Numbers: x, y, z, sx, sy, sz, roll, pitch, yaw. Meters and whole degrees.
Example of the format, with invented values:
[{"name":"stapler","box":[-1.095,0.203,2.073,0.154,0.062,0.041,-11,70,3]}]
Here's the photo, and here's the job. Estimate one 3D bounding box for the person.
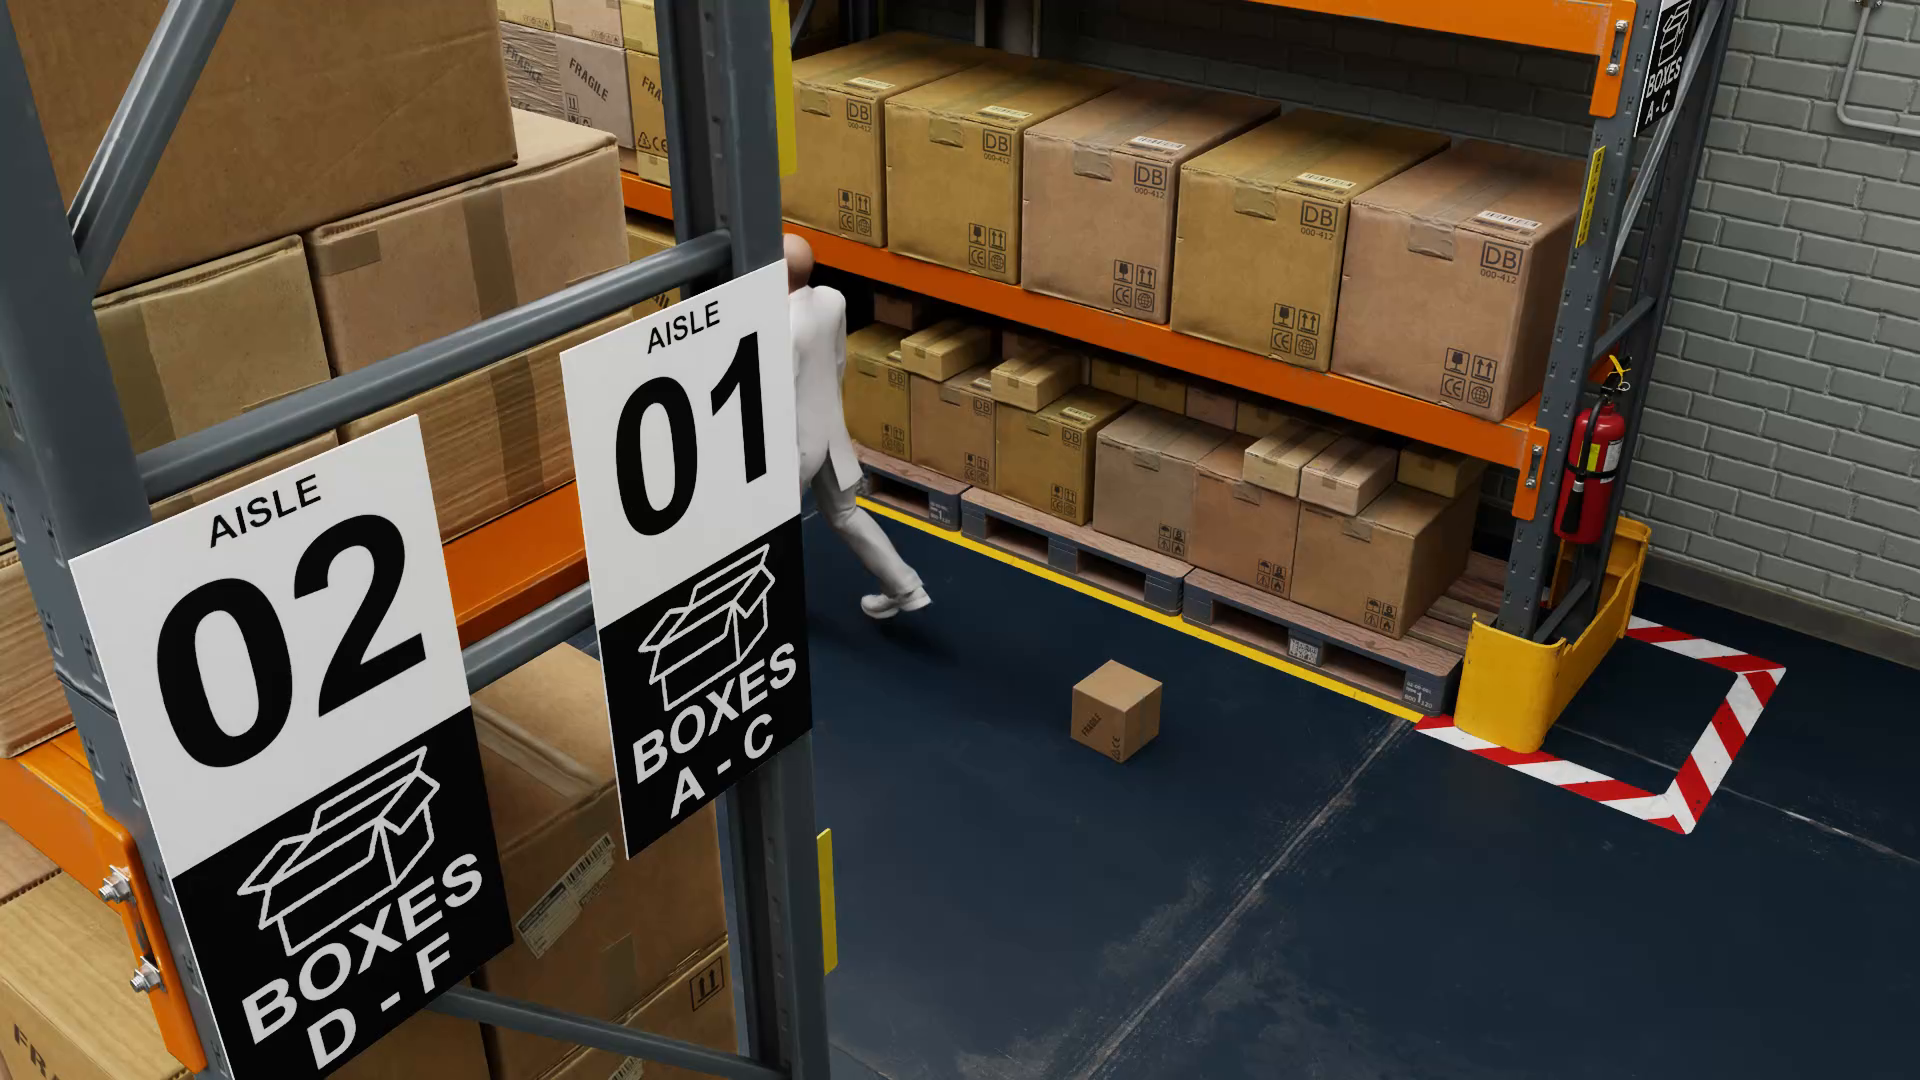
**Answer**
[{"name":"person","box":[-0.621,-0.425,6.872,1.100,1.739,0.570,20,36,30]}]
